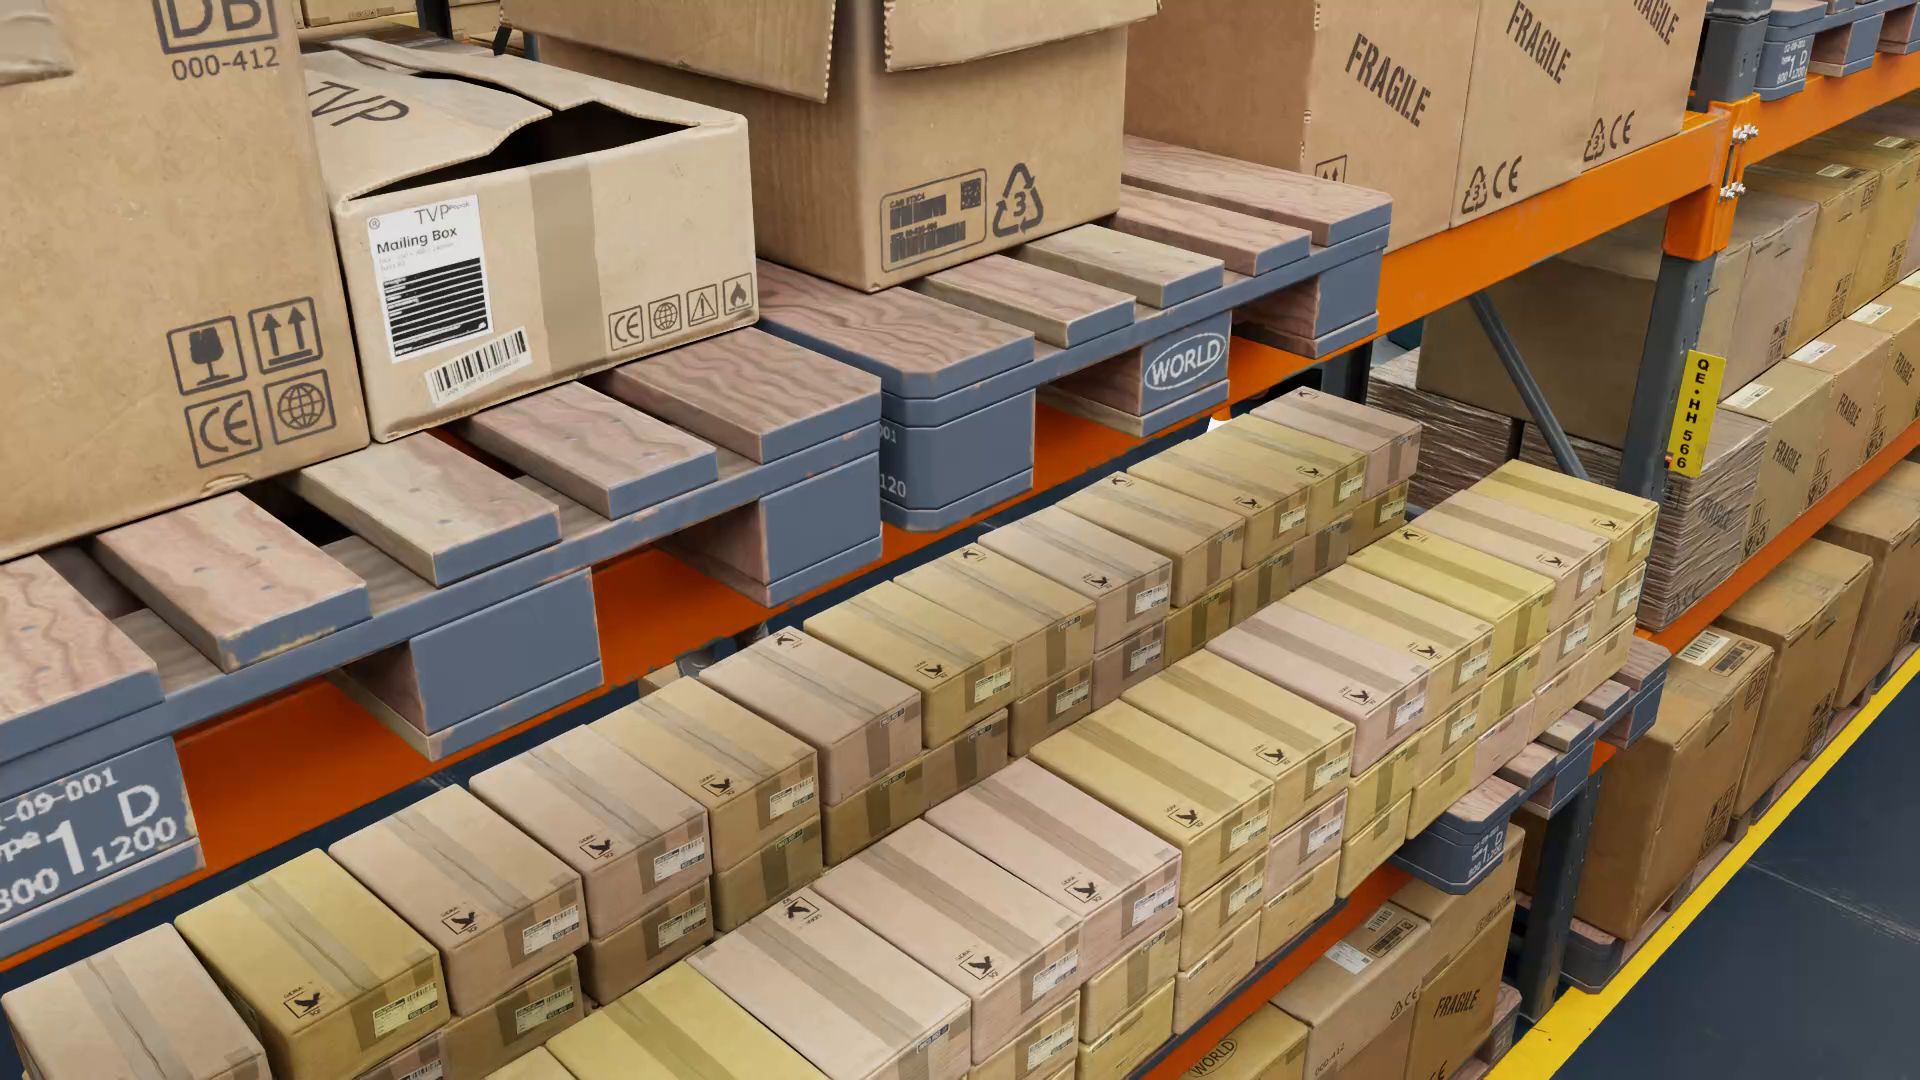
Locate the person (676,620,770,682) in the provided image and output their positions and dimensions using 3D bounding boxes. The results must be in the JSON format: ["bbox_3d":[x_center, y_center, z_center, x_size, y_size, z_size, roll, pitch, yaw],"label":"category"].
[{"bbox_3d":[-0.907,0.029,6.045,0.456,1.761,0.627,25,36,39],"label":"person"}]
